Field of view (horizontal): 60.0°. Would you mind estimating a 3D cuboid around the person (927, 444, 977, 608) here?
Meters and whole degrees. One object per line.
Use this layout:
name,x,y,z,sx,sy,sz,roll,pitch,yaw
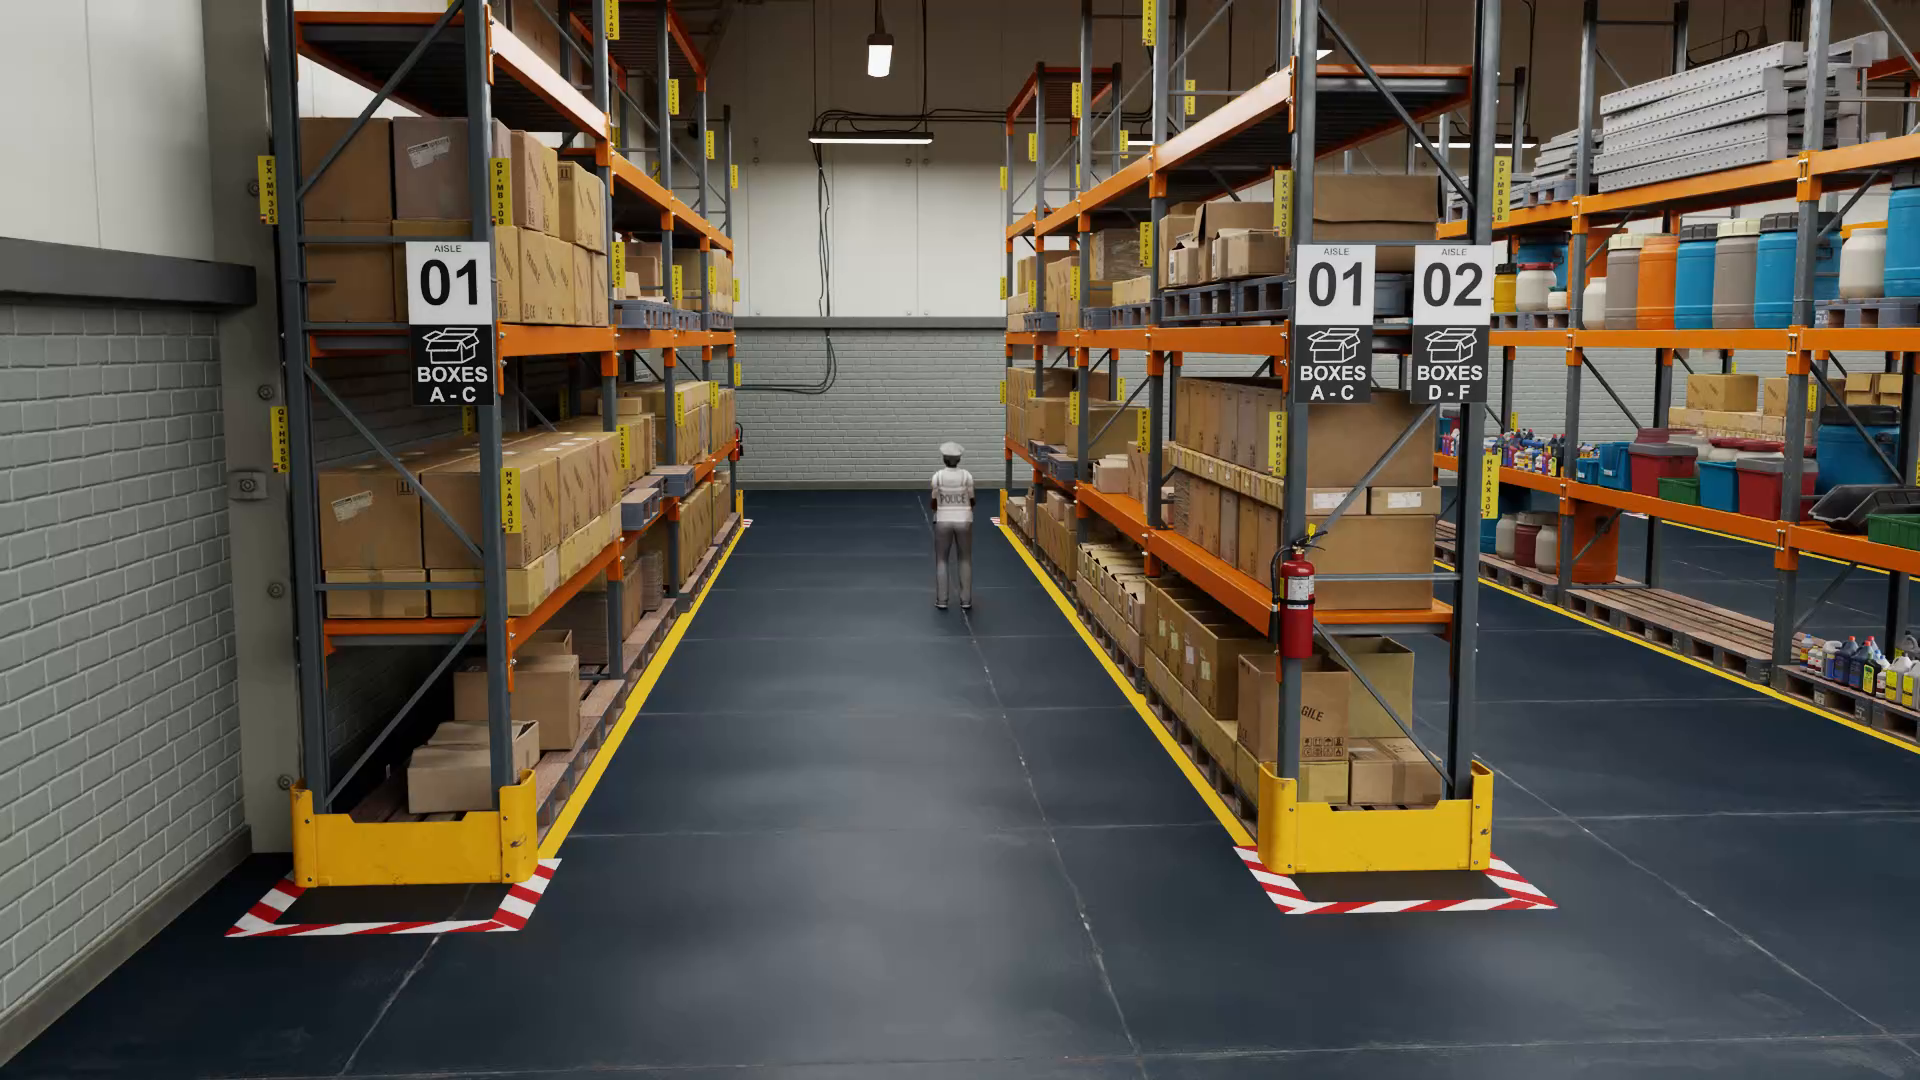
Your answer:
person,-0.074,-0.136,16.870,0.523,1.658,0.395,-1,7,-7
